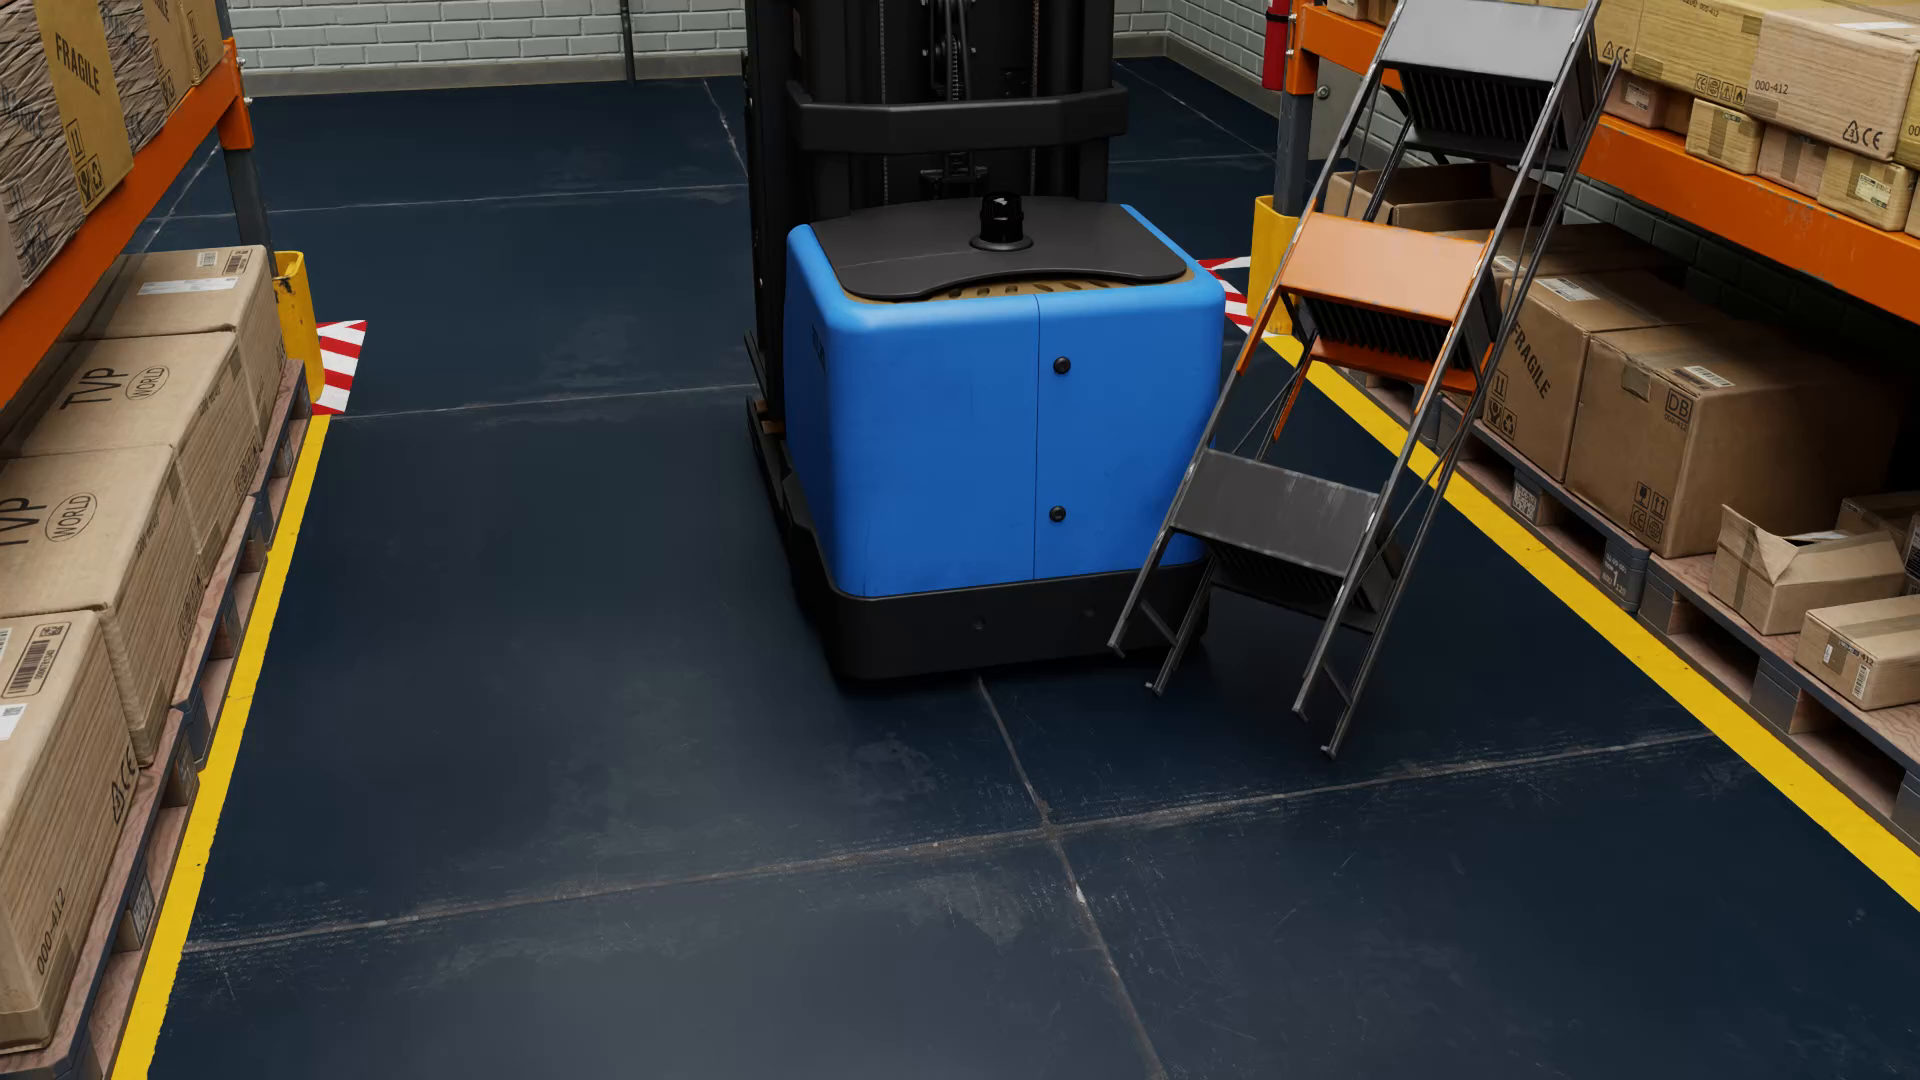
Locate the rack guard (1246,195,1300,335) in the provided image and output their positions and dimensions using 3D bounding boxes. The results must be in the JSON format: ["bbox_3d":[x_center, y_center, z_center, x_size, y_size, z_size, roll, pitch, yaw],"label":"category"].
[{"bbox_3d":[1.833,-1.207,7.087,1.175,0.500,0.348,-6,27,-12],"label":"rack guard"}]

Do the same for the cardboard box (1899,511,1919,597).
[{"bbox_3d":[2.799,0.098,4.245,0.500,0.311,0.500,-5,27,-10],"label":"cardboard box"}]

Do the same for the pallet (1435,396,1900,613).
[{"bbox_3d":[2.286,-0.194,5.400,1.003,0.211,1.213,-6,27,-12],"label":"pallet"}]

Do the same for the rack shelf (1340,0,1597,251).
[{"bbox_3d":[1.375,-1.127,4.440,0.480,0.431,0.518,18,76,31],"label":"rack shelf"}]

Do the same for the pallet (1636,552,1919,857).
[{"bbox_3d":[2.564,0.343,4.337,1.003,0.211,1.213,-6,27,-12],"label":"pallet"}]

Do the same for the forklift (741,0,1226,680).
[{"bbox_3d":[-0.139,-1.585,5.138,1.130,2.935,3.031,-6,27,-11],"label":"forklift"}]

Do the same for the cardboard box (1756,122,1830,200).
[{"bbox_3d":[2.205,-0.945,4.071,0.380,0.149,0.250,-5,27,-10],"label":"cardboard box"}]

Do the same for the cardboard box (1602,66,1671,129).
[{"bbox_3d":[2.070,-1.282,4.740,0.380,0.149,0.250,-6,27,-12],"label":"cardboard box"}]

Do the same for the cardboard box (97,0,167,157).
[{"bbox_3d":[-2.428,-1.264,4.315,0.500,0.500,0.500,-5,27,-10],"label":"cardboard box"}]

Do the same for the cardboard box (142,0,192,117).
[{"bbox_3d":[-2.554,-1.489,4.760,0.500,0.500,0.500,-7,28,-13],"label":"cardboard box"}]

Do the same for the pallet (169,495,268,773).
[{"bbox_3d":[-2.491,0.271,4.478,1.003,0.211,1.213,-6,27,-12],"label":"pallet"}]

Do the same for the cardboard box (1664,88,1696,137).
[{"bbox_3d":[2.171,-1.179,4.535,0.380,0.149,0.250,-6,27,-11],"label":"cardboard box"}]

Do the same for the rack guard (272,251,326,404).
[{"bbox_3d":[-3.024,-0.746,6.173,1.175,0.500,0.348,-6,27,-12],"label":"rack guard"}]

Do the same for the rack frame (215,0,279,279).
[{"bbox_3d":[-3.019,-1.851,5.588,1.000,3.000,0.127,-6,27,-12],"label":"rack frame"}]

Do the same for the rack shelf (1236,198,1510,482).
[{"bbox_3d":[1.079,-0.511,4.291,0.480,0.431,0.518,18,76,31],"label":"rack shelf"}]

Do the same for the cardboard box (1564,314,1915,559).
[{"bbox_3d":[2.251,-0.315,4.854,0.700,0.500,0.500,-7,28,-14],"label":"cardboard box"}]

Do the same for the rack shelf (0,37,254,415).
[{"bbox_3d":[-2.568,-0.652,4.011,1.077,0.370,4.000,-6,27,-12],"label":"rack shelf"}]

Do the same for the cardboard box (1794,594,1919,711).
[{"bbox_3d":[2.306,0.270,4.085,0.380,0.149,0.250,-7,28,-13],"label":"cardboard box"}]

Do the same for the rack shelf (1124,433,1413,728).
[{"bbox_3d":[0.782,0.105,4.143,0.480,0.431,0.518,18,76,31],"label":"rack shelf"}]

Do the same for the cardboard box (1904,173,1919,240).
[{"bbox_3d":[2.320,-0.715,3.617,0.380,0.149,0.250,-5,27,-10],"label":"cardboard box"}]

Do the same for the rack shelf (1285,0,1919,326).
[{"bbox_3d":[2.267,-1.158,5.013,1.077,0.370,4.000,-6,27,-12],"label":"rack shelf"}]

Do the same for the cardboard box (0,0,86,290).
[{"bbox_3d":[-2.183,-0.813,3.420,0.500,0.500,0.500,-6,27,-11],"label":"cardboard box"}]

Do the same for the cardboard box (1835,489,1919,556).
[{"bbox_3d":[2.701,-0.020,4.658,0.380,0.149,0.250,-6,27,-12],"label":"cardboard box"}]

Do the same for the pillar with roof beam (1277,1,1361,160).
[{"bbox_3d":[-2.107,-5.873,6.899,9.100,9.000,0.400,-6,27,-12],"label":"pillar with roof beam"}]

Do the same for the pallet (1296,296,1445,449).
[{"bbox_3d":[2.014,-0.729,6.459,1.003,0.211,1.213,-6,27,-12],"label":"pallet"}]

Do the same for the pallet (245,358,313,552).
[{"bbox_3d":[-2.762,-0.263,5.537,1.003,0.211,1.213,-6,27,-12],"label":"pallet"}]

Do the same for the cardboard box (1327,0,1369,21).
[{"bbox_3d":[1.623,-2.072,6.306,0.380,0.149,0.250,-6,27,-12],"label":"cardboard box"}]

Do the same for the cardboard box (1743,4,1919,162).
[{"bbox_3d":[2.238,-1.084,3.905,0.500,0.250,0.500,-6,27,-11],"label":"cardboard box"}]

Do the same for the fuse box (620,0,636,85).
[{"bbox_3d":[-2.233,-3.898,11.074,0.539,1.711,0.414,-6,27,-12],"label":"fuse box"}]

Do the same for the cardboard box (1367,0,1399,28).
[{"bbox_3d":[1.726,-1.965,6.094,0.380,0.149,0.250,-5,27,-10],"label":"cardboard box"}]

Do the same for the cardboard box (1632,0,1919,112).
[{"bbox_3d":[2.139,-1.304,4.341,0.500,0.250,0.500,-6,27,-12],"label":"cardboard box"}]

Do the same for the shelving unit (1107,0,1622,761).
[{"bbox_3d":[1.085,-0.523,4.294,0.503,0.431,2.100,18,76,31],"label":"shelving unit"}]

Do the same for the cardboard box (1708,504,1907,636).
[{"bbox_3d":[2.226,0.061,4.369,0.396,0.266,0.258,-5,27,-10],"label":"cardboard box"}]

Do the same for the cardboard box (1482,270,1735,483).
[{"bbox_3d":[2.038,-0.529,5.277,0.500,0.500,0.500,-5,27,-11],"label":"cardboard box"}]

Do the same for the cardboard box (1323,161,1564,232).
[{"bbox_3d":[1.862,-1.152,6.507,0.797,0.503,0.637,-7,28,-14],"label":"cardboard box"}]

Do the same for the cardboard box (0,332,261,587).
[{"bbox_3d":[-2.558,-0.214,4.723,0.875,0.438,0.875,-5,27,-10],"label":"cardboard box"}]

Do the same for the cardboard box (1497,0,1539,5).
[{"bbox_3d":[1.887,-1.753,5.230,0.500,0.250,0.500,-6,27,-13],"label":"cardboard box"}]

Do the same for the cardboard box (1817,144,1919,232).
[{"bbox_3d":[2.238,-0.827,3.838,0.380,0.149,0.250,-5,27,-10],"label":"cardboard box"}]

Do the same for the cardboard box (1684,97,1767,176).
[{"bbox_3d":[2.120,-1.054,4.288,0.380,0.149,0.250,-6,27,-12],"label":"cardboard box"}]

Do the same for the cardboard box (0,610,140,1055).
[{"bbox_3d":[-2.154,0.575,3.160,0.875,0.438,0.875,-6,27,-12],"label":"cardboard box"}]

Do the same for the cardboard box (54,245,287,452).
[{"bbox_3d":[-2.773,-0.615,5.517,0.875,0.438,0.875,-7,28,-13],"label":"cardboard box"}]

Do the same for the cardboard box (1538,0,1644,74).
[{"bbox_3d":[2.023,-1.530,4.789,0.500,0.250,0.500,-7,28,-13],"label":"cardboard box"}]

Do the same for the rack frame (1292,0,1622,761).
[{"bbox_3d":[1.284,-0.457,4.170,0.015,0.400,2.100,18,76,31],"label":"rack frame"}]

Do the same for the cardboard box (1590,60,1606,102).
[{"bbox_3d":[1.944,-1.388,4.950,0.380,0.149,0.250,-5,27,-10],"label":"cardboard box"}]

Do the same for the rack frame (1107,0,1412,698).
[{"bbox_3d":[0.885,-0.589,4.419,0.015,0.400,2.100,18,76,31],"label":"rack frame"}]

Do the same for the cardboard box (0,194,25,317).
[{"bbox_3d":[-2.077,-0.594,2.986,0.500,0.500,0.500,-6,27,-11],"label":"cardboard box"}]

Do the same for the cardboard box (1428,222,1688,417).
[{"bbox_3d":[2.017,-0.771,5.757,0.700,0.500,0.500,-5,27,-9],"label":"cardboard box"}]

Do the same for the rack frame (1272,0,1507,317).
[{"bbox_3d":[1.816,-2.357,6.590,1.000,3.000,0.127,-6,27,-12],"label":"rack frame"}]

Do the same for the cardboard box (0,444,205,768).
[{"bbox_3d":[-2.357,0.182,3.938,0.875,0.438,0.875,-7,28,-13],"label":"cardboard box"}]

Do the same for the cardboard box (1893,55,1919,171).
[{"bbox_3d":[2.365,-0.865,3.472,0.500,0.250,0.500,-5,27,-10],"label":"cardboard box"}]

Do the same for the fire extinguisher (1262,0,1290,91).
[{"bbox_3d":[1.333,-2.173,6.727,0.296,0.674,0.183,-6,27,-12],"label":"fire extinguisher"}]

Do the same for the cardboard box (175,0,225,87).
[{"bbox_3d":[-2.652,-1.711,5.200,0.500,0.500,0.500,-6,27,-11],"label":"cardboard box"}]

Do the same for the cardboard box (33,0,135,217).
[{"bbox_3d":[-2.299,-1.039,3.868,0.500,0.500,0.500,-5,27,-10],"label":"cardboard box"}]

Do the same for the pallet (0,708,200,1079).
[{"bbox_3d":[-2.212,0.808,3.415,1.003,0.211,1.213,-6,27,-12],"label":"pallet"}]
